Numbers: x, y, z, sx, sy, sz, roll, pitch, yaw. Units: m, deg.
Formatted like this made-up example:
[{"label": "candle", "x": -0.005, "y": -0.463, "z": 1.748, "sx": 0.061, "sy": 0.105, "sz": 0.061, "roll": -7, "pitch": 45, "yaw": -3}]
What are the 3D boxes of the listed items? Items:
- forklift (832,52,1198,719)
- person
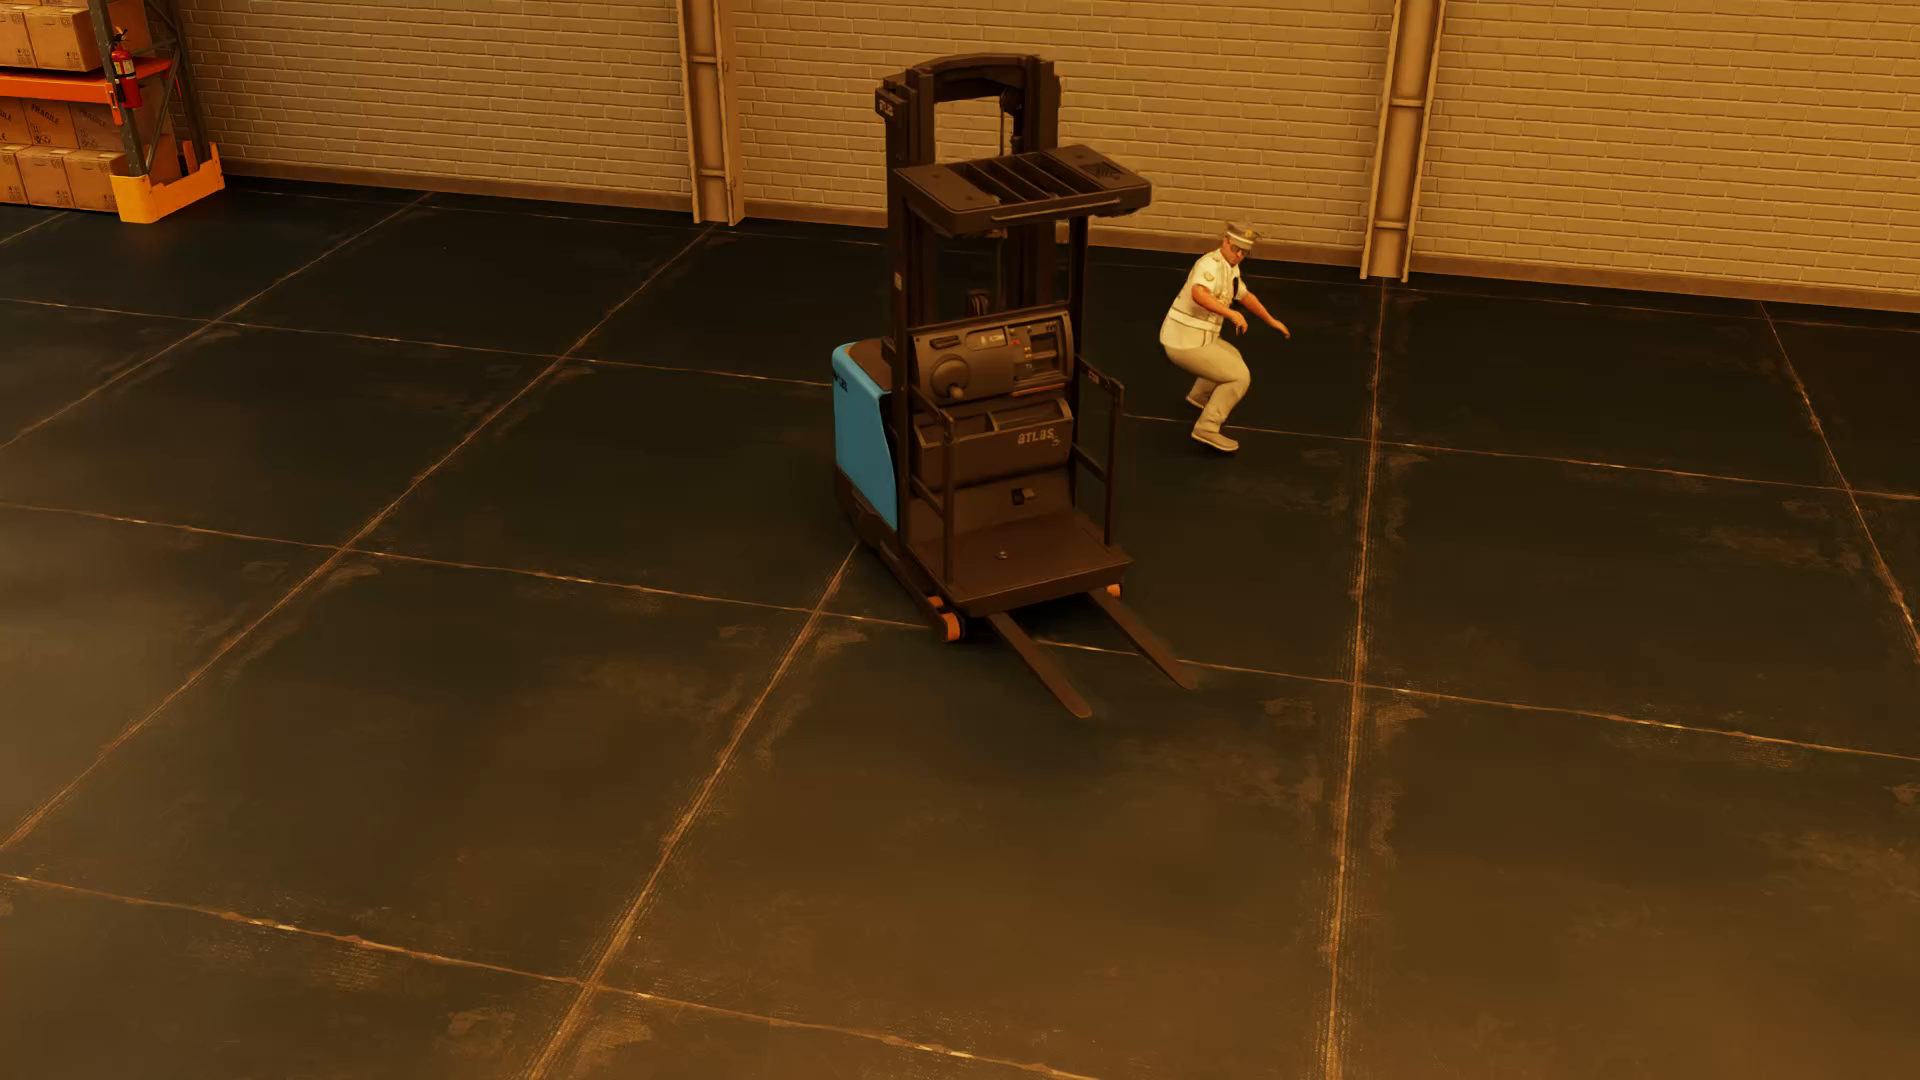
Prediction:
[{"label": "forklift", "x": 0.278, "y": -0.953, "z": 8.853, "sx": 1.130, "sy": 2.935, "sz": 3.031, "roll": -12, "pitch": 32, "yaw": -21}, {"label": "person", "x": 1.776, "y": -1.373, "z": 11.114, "sx": 0.878, "sy": 1.547, "sz": 0.840, "roll": 5, "pitch": 30, "yaw": 8}]
